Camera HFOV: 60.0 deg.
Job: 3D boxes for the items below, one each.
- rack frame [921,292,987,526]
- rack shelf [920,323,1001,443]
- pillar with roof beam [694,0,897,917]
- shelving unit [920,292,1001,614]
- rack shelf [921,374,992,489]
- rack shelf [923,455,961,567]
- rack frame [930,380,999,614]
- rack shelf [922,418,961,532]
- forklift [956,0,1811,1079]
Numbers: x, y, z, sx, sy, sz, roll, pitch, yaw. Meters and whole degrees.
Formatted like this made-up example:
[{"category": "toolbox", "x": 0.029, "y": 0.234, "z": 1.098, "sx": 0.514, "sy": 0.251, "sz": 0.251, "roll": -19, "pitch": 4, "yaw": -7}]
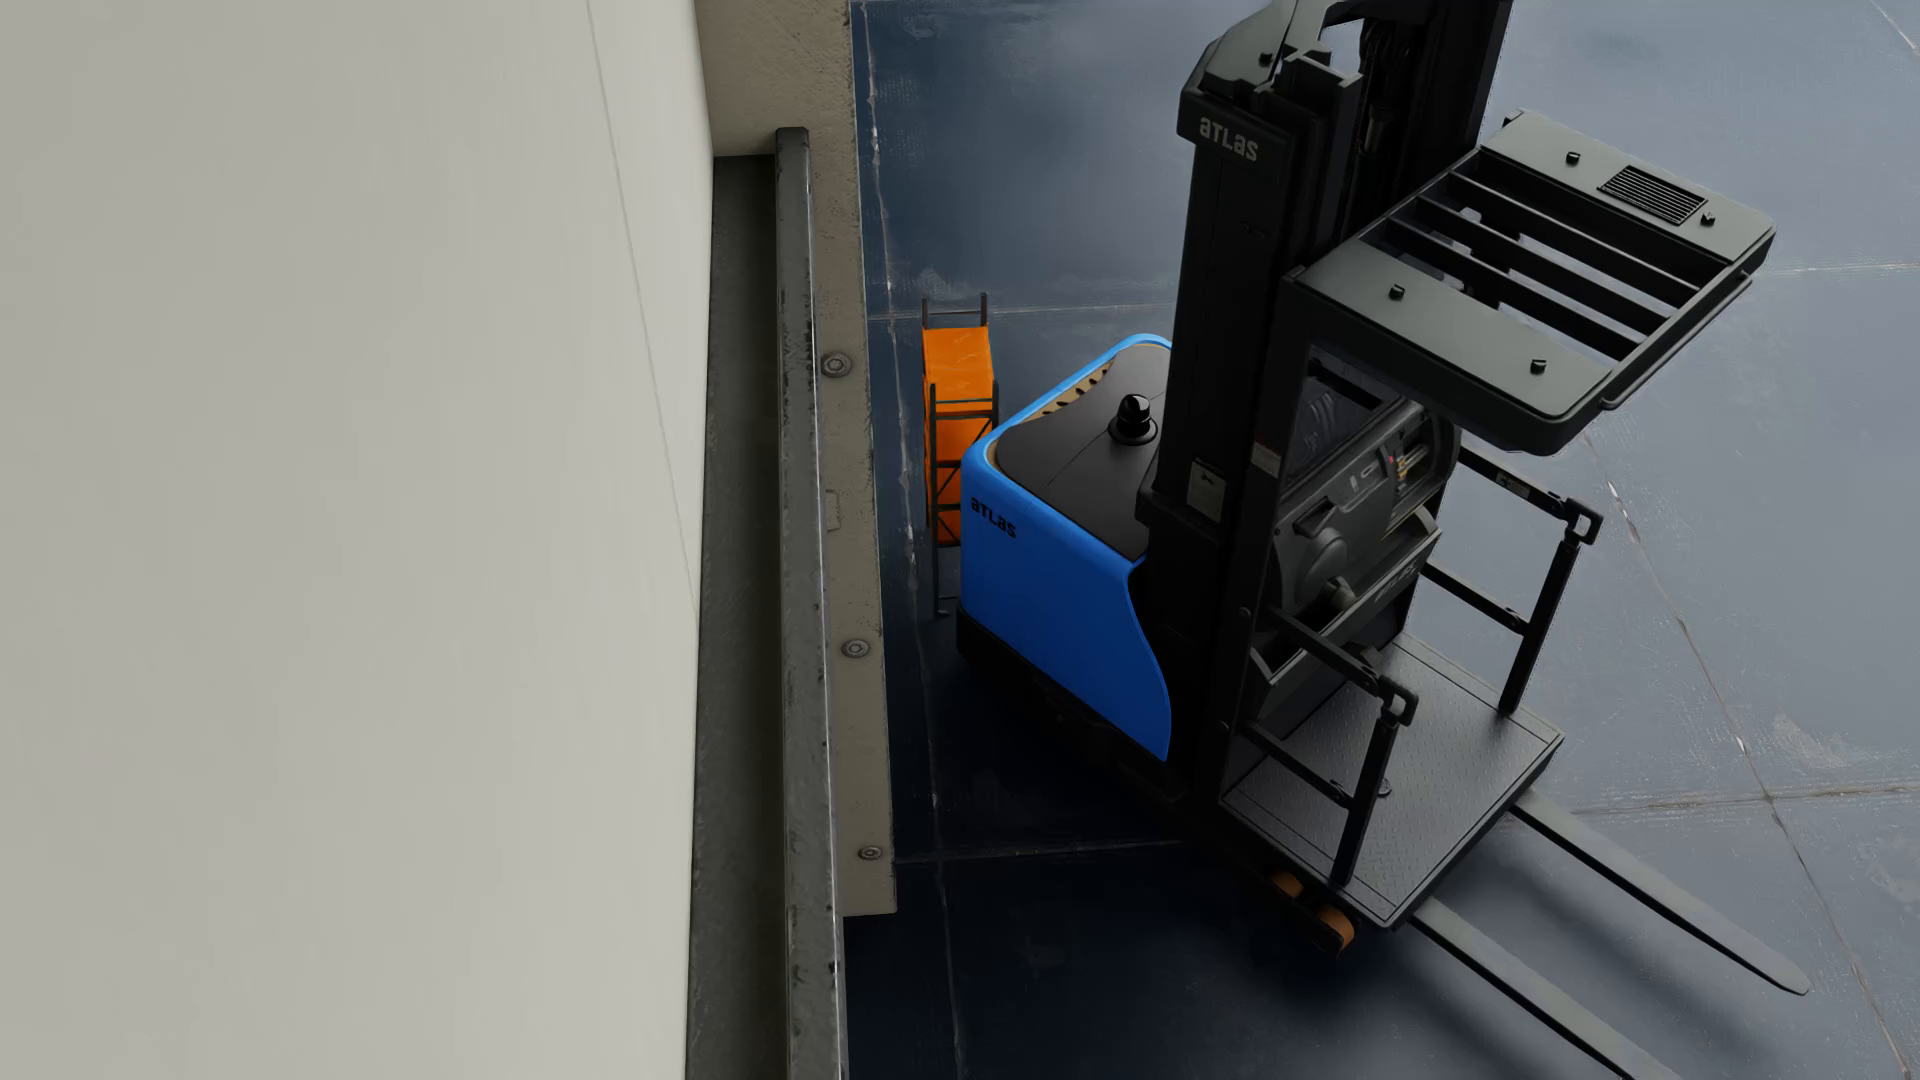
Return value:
[{"category": "rack frame", "x": -0.021, "y": -0.484, "z": 6.518, "sx": 0.240, "sy": 1.200, "sz": 0.015, "roll": -3, "pitch": 47, "yaw": -3}, {"category": "rack shelf", "x": -0.003, "y": -0.577, "z": 6.066, "sx": 0.258, "sy": 0.148, "sz": 0.480, "roll": -3, "pitch": 47, "yaw": -3}, {"category": "pillar with roof beam", "x": 3.906, "y": -2.218, "z": 2.789, "sx": 9.100, "sy": 9.000, "sz": 0.400, "roll": -3, "pitch": 47, "yaw": -3}, {"category": "shelving unit", "x": -0.003, "y": -0.307, "z": 6.351, "sx": 0.258, "sy": 1.200, "sz": 0.503, "roll": -3, "pitch": 47, "yaw": -3}, {"category": "rack shelf", "x": -0.003, "y": -0.415, "z": 6.237, "sx": 0.258, "sy": 0.148, "sz": 0.480, "roll": -3, "pitch": 47, "yaw": -3}, {"category": "rack shelf", "x": -0.003, "y": -0.124, "z": 6.544, "sx": 0.258, "sy": 0.148, "sz": 0.480, "roll": -3, "pitch": 47, "yaw": -3}, {"category": "rack frame", "x": 0.015, "y": -0.130, "z": 6.184, "sx": 0.240, "sy": 1.200, "sz": 0.015, "roll": -3, "pitch": 47, "yaw": -3}, {"category": "rack shelf", "x": -0.003, "y": -0.261, "z": 6.400, "sx": 0.258, "sy": 0.148, "sz": 0.480, "roll": -3, "pitch": 47, "yaw": -3}, {"category": "forklift", "x": 1.385, "y": -0.057, "z": 4.922, "sx": 3.031, "sy": 2.935, "sz": 1.130, "roll": 36, "pitch": 56, "yaw": 29}]
